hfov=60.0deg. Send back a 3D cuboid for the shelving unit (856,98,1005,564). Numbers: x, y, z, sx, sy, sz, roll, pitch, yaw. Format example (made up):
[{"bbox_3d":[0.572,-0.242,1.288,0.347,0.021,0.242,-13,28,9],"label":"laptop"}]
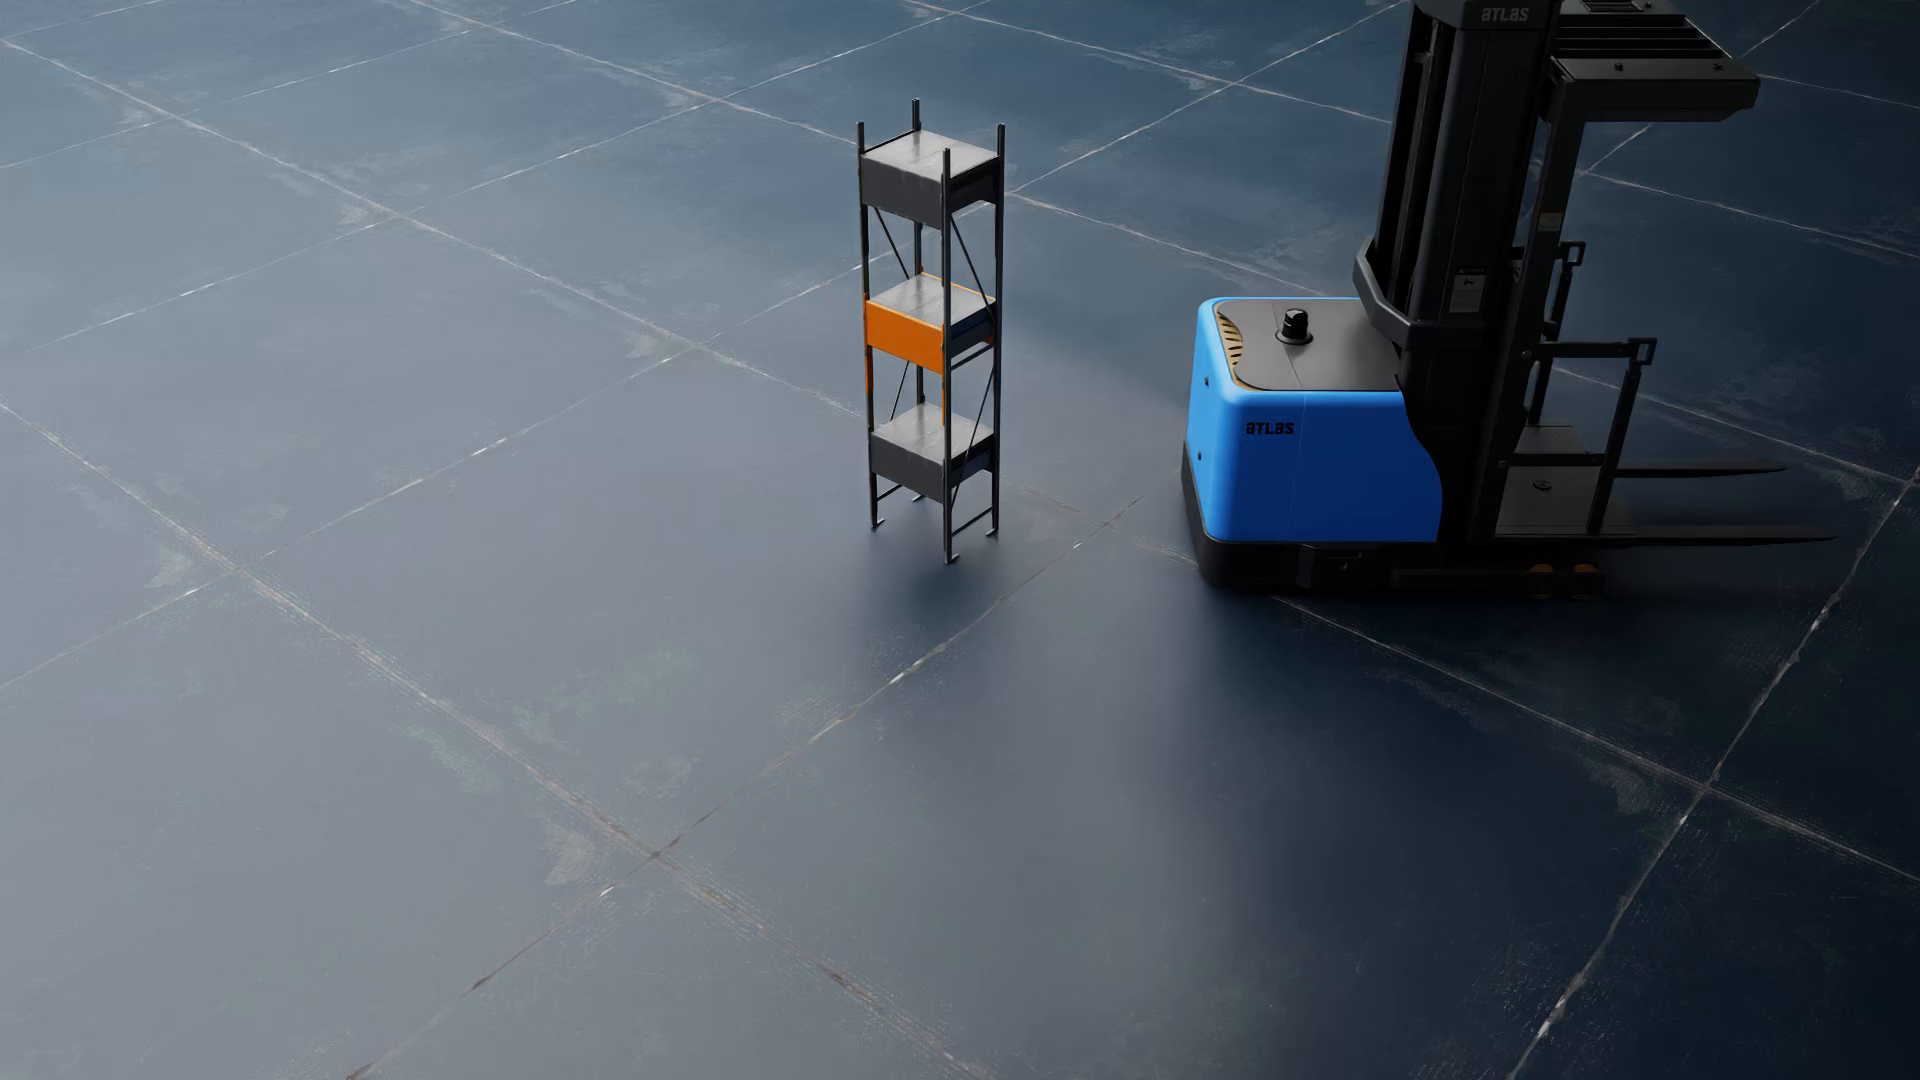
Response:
[{"bbox_3d":[-0.127,-0.926,7.743,0.503,2.100,0.431,25,42,32],"label":"shelving unit"}]

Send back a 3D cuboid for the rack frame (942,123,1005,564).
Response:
[{"bbox_3d":[0.060,-0.837,7.614,0.015,2.100,0.400,25,42,32],"label":"rack frame"}]

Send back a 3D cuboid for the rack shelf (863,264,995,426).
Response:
[{"bbox_3d":[-0.127,-0.914,7.751,0.480,0.518,0.431,25,42,32],"label":"rack shelf"}]

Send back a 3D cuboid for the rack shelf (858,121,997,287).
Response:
[{"bbox_3d":[-0.127,-1.491,7.354,0.480,0.518,0.431,25,42,32],"label":"rack shelf"}]

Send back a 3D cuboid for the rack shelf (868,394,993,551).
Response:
[{"bbox_3d":[-0.127,-0.337,8.147,0.480,0.518,0.431,25,42,32],"label":"rack shelf"}]

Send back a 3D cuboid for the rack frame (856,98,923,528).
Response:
[{"bbox_3d":[-0.315,-1.014,7.872,0.015,2.100,0.400,25,42,32],"label":"rack frame"}]

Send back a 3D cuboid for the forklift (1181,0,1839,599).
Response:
[{"bbox_3d":[2.655,-1.232,7.455,3.031,2.935,1.130,0,34,0],"label":"forklift"}]
